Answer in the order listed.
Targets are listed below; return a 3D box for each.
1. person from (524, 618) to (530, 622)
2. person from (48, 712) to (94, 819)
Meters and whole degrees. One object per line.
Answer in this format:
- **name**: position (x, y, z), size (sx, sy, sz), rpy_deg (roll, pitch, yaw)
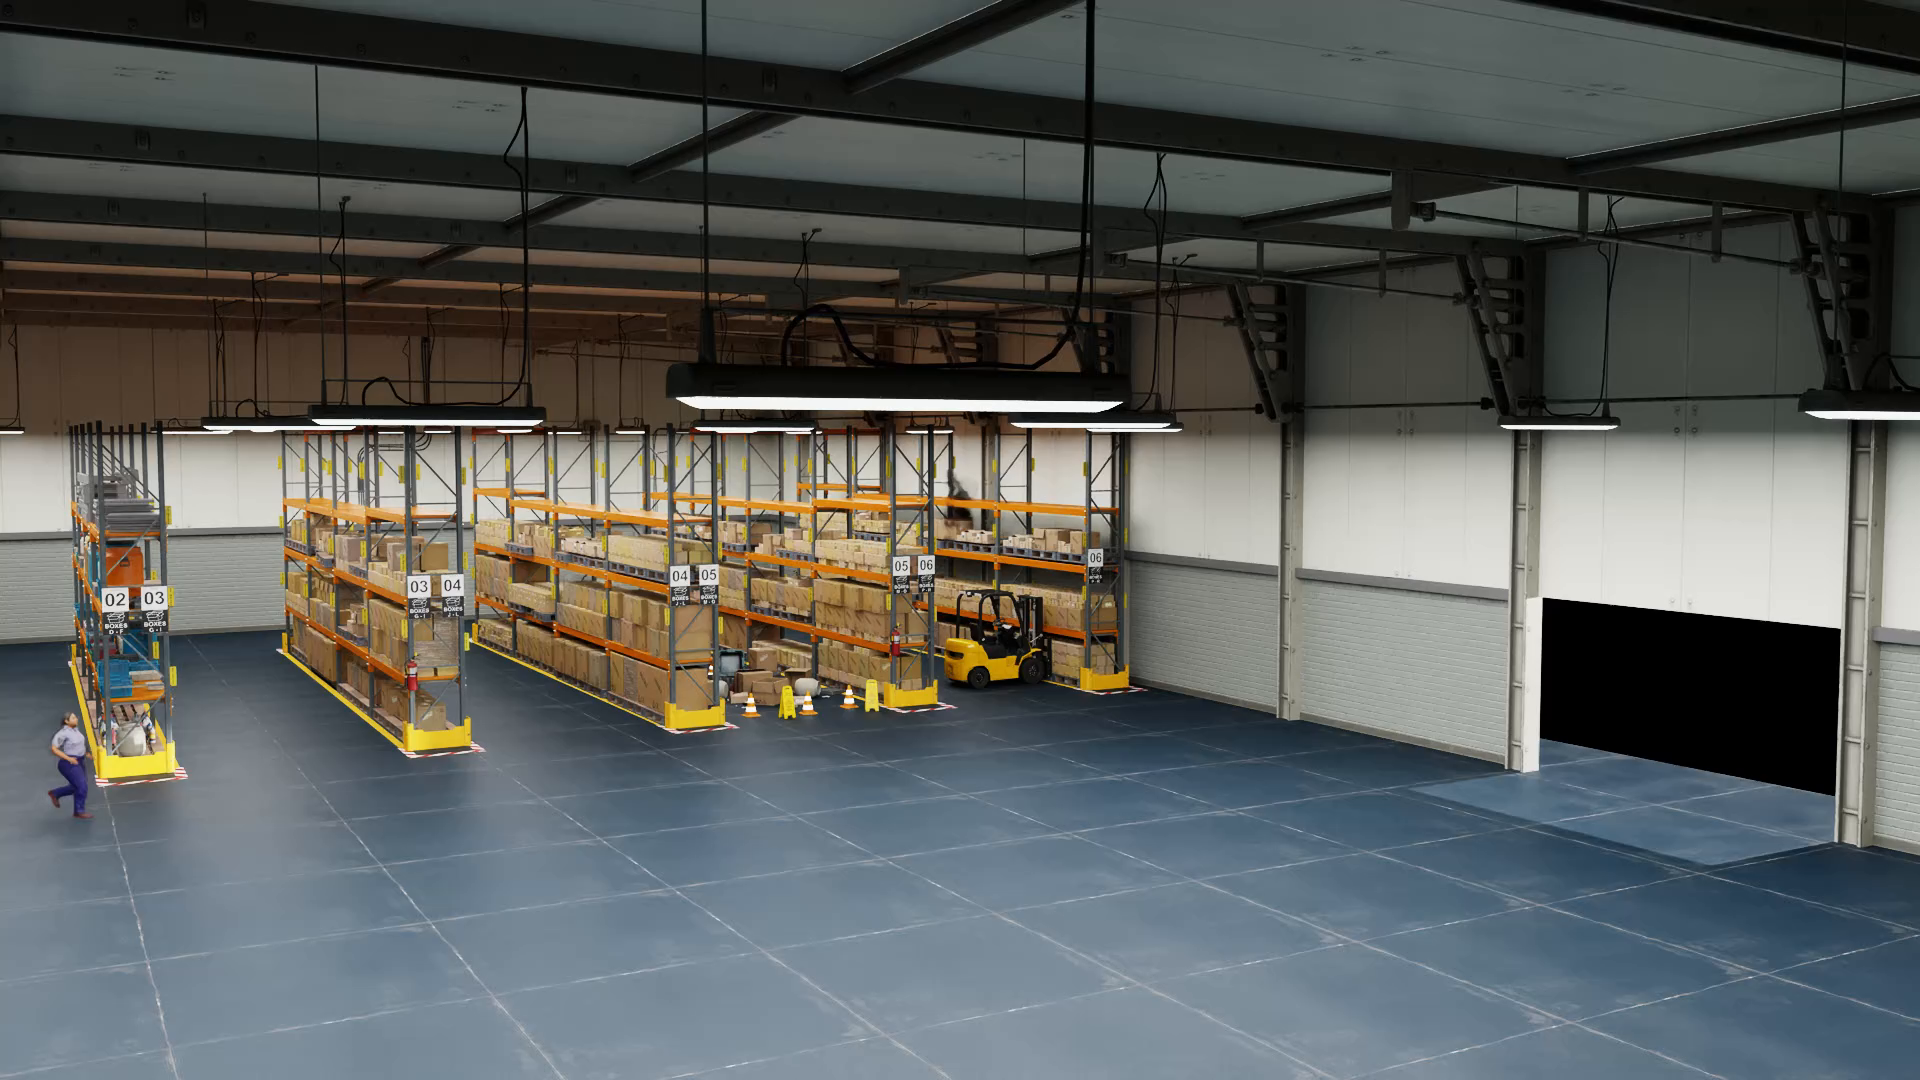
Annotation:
- **person**: position (-12.625, 1.875, 49.088), size (0.574, 1.644, 0.618), rpy_deg (3, 5, 44)
- **person**: position (-13.401, 3.387, 24.988), size (0.694, 1.624, 0.608), rpy_deg (0, 4, -5)
